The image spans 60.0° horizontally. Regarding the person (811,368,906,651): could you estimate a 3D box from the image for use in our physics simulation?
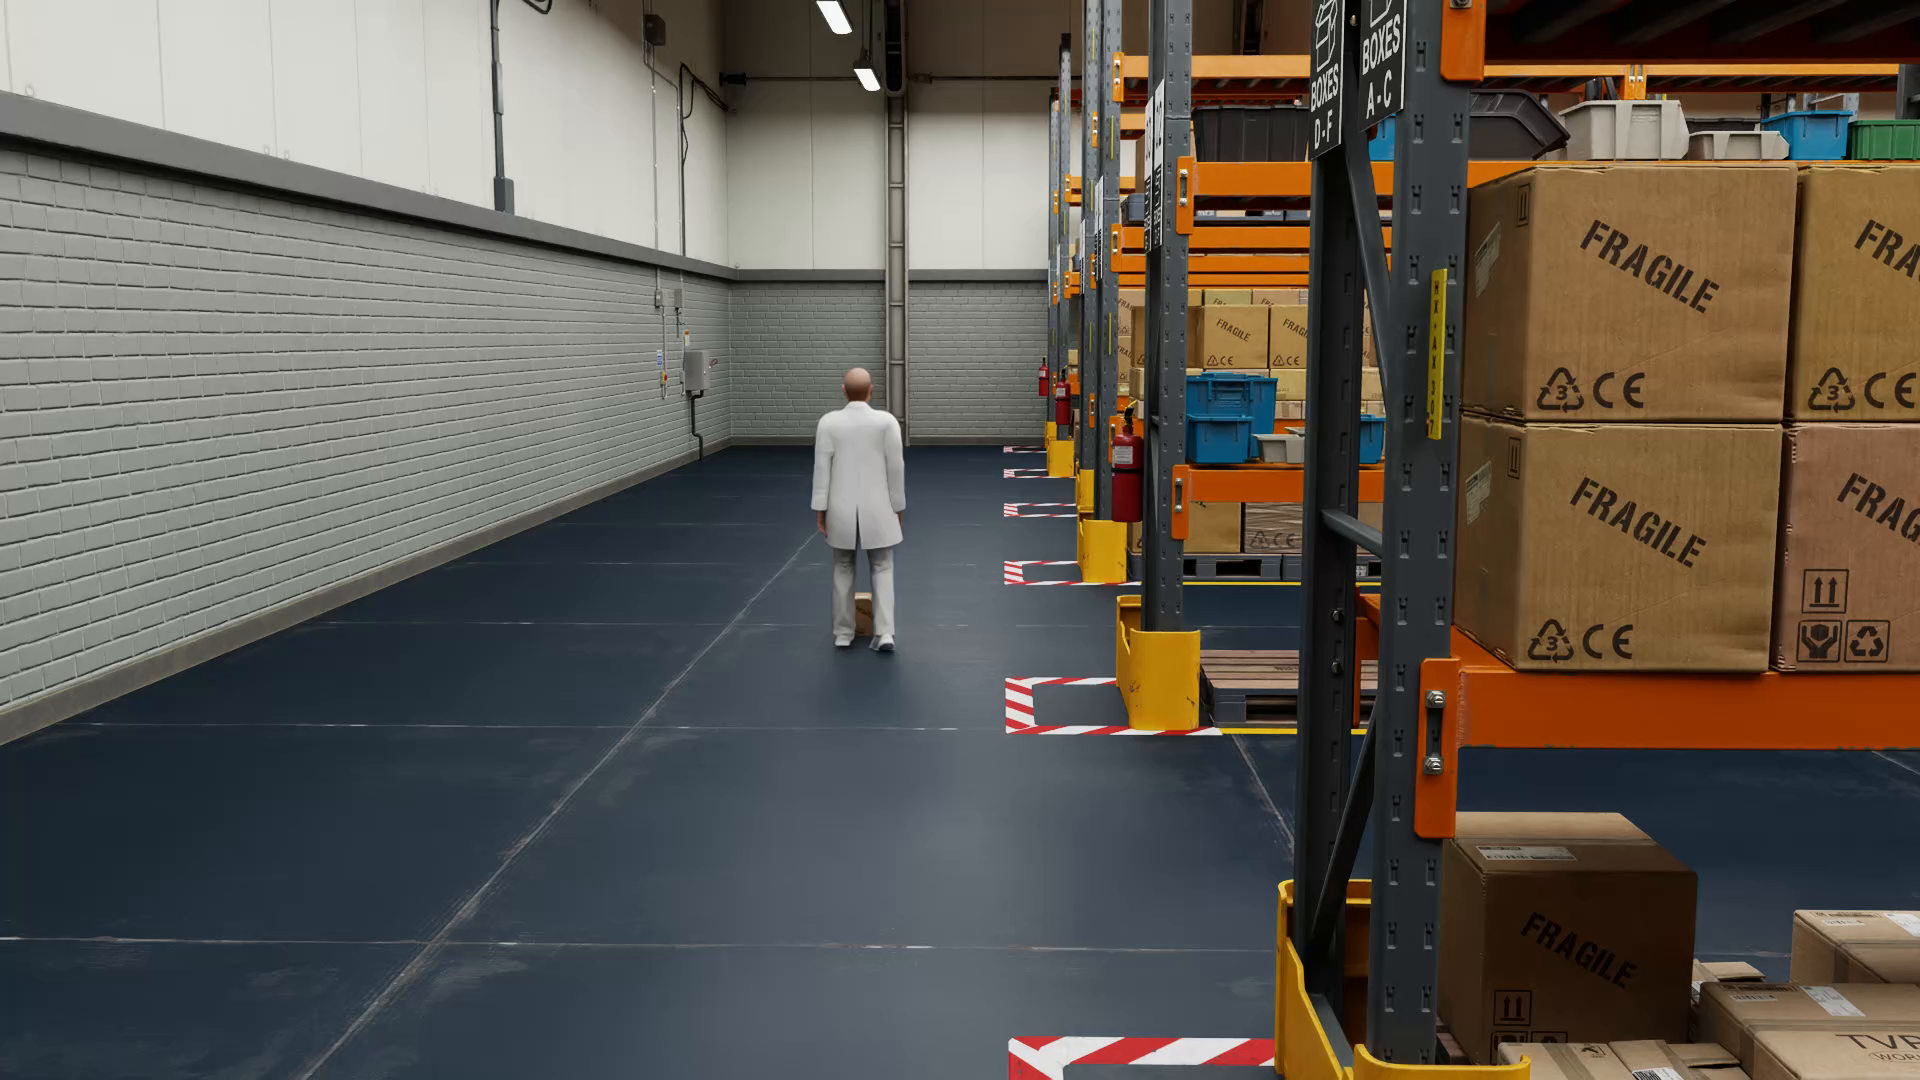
[{"bbox_3d":[-0.635,-0.172,10.496,0.598,1.826,0.591,0,7,3],"label":"person"}]
